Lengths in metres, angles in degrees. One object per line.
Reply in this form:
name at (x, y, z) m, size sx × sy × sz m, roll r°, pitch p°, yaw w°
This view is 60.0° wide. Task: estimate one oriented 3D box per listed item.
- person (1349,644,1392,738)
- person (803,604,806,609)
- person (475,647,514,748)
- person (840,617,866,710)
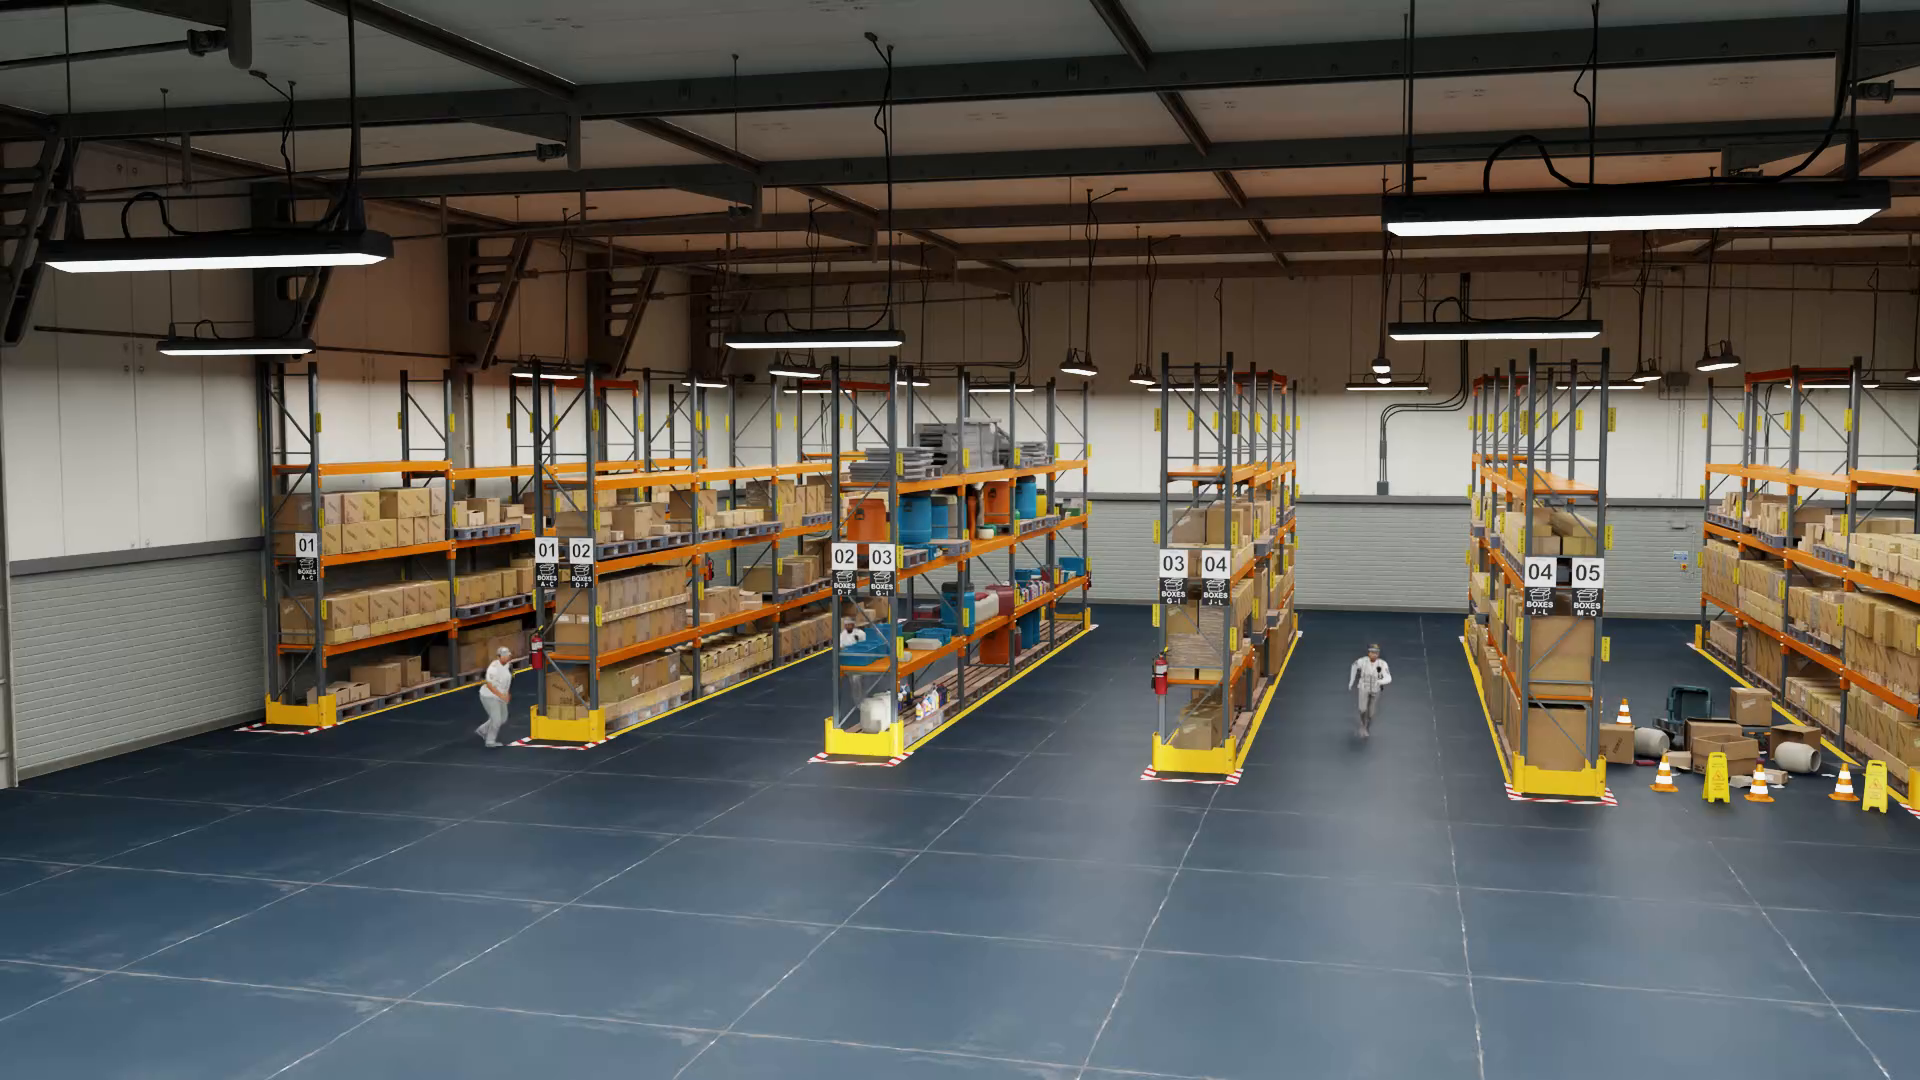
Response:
person at (6.457, 2.377, 26.163) m, size 0.602 × 1.544 × 0.910 m, roll 0°, pitch 4°, yaw 5°
person at (-4.058, 1.305, 41.009) m, size 0.732 × 1.624 × 0.911 m, roll 0°, pitch 4°, yaw -3°
person at (-7.199, 2.415, 25.677) m, size 0.775 × 1.571 × 0.610 m, roll 1°, pitch 4°, yaw 18°
person at (-1.870, 2.131, 29.169) m, size 0.509 × 1.638 × 0.934 m, roll 1°, pitch 4°, yaw 15°
